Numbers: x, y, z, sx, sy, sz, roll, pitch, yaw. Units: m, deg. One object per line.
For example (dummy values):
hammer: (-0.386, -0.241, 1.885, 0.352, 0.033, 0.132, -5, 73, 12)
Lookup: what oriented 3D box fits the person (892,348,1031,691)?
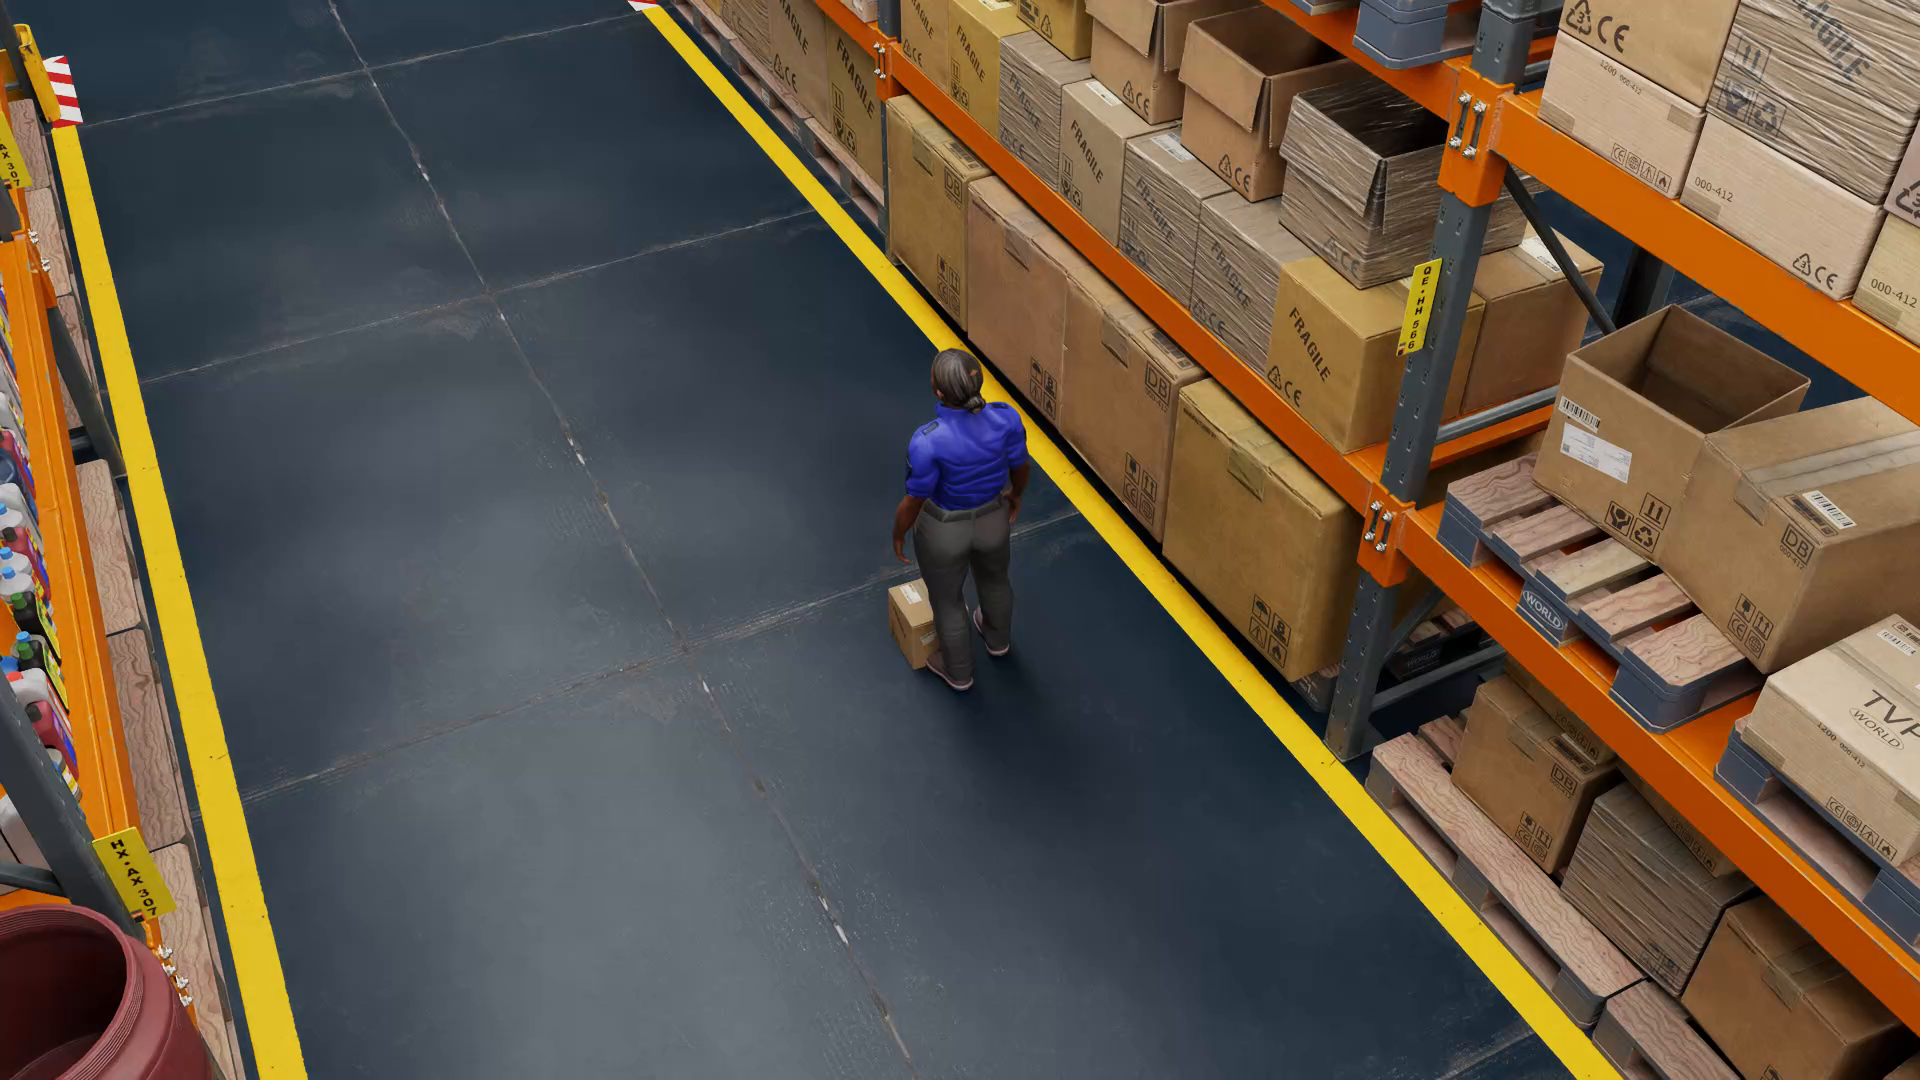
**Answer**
person: (-0.013, -0.104, 6.267, 0.568, 1.655, 0.503, -17, 44, -18)
